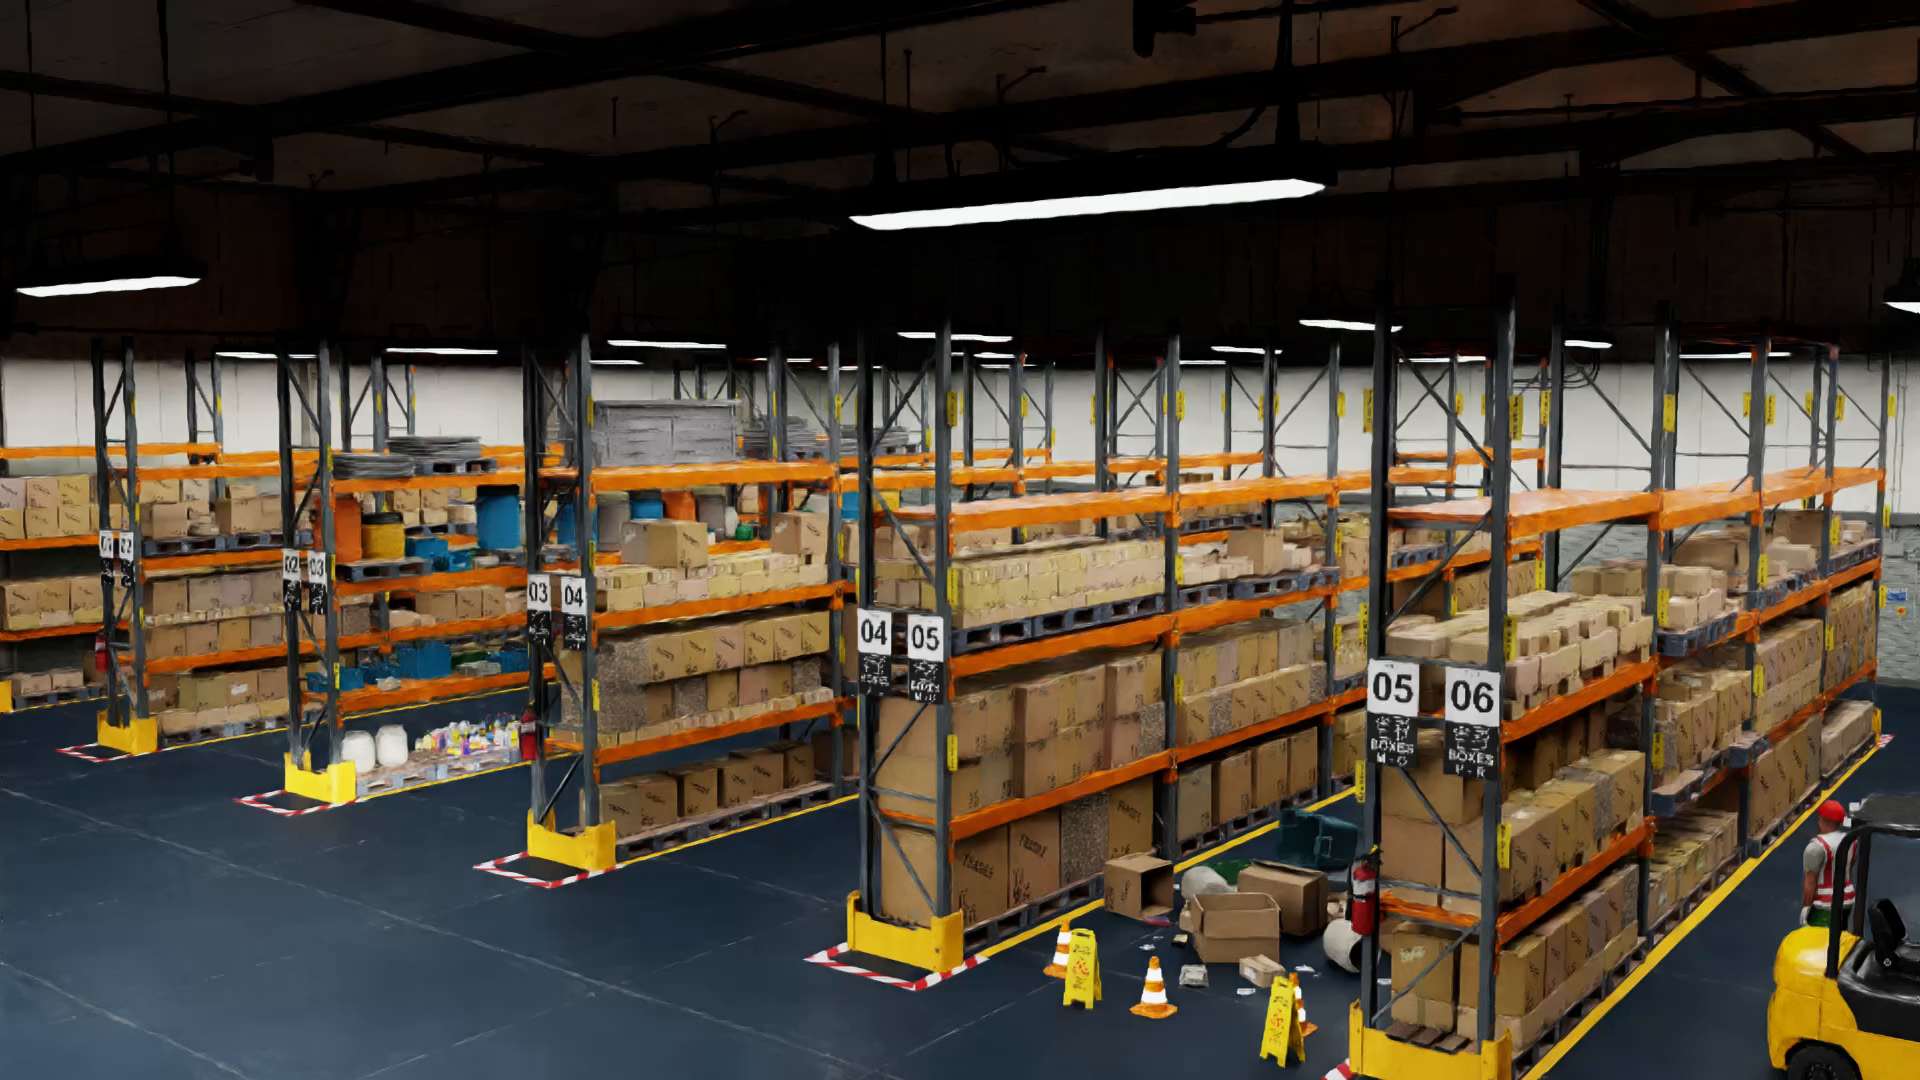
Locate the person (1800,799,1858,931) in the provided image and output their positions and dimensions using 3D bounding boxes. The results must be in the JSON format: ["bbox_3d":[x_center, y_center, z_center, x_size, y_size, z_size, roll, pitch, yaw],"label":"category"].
[{"bbox_3d":[7.204,3.046,13.927,0.606,1.786,0.494,-2,5,-24],"label":"person"}]

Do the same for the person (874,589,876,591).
[{"bbox_3d":[-1.758,1.331,34.799,0.639,1.632,0.512,3,6,35],"label":"person"}]
